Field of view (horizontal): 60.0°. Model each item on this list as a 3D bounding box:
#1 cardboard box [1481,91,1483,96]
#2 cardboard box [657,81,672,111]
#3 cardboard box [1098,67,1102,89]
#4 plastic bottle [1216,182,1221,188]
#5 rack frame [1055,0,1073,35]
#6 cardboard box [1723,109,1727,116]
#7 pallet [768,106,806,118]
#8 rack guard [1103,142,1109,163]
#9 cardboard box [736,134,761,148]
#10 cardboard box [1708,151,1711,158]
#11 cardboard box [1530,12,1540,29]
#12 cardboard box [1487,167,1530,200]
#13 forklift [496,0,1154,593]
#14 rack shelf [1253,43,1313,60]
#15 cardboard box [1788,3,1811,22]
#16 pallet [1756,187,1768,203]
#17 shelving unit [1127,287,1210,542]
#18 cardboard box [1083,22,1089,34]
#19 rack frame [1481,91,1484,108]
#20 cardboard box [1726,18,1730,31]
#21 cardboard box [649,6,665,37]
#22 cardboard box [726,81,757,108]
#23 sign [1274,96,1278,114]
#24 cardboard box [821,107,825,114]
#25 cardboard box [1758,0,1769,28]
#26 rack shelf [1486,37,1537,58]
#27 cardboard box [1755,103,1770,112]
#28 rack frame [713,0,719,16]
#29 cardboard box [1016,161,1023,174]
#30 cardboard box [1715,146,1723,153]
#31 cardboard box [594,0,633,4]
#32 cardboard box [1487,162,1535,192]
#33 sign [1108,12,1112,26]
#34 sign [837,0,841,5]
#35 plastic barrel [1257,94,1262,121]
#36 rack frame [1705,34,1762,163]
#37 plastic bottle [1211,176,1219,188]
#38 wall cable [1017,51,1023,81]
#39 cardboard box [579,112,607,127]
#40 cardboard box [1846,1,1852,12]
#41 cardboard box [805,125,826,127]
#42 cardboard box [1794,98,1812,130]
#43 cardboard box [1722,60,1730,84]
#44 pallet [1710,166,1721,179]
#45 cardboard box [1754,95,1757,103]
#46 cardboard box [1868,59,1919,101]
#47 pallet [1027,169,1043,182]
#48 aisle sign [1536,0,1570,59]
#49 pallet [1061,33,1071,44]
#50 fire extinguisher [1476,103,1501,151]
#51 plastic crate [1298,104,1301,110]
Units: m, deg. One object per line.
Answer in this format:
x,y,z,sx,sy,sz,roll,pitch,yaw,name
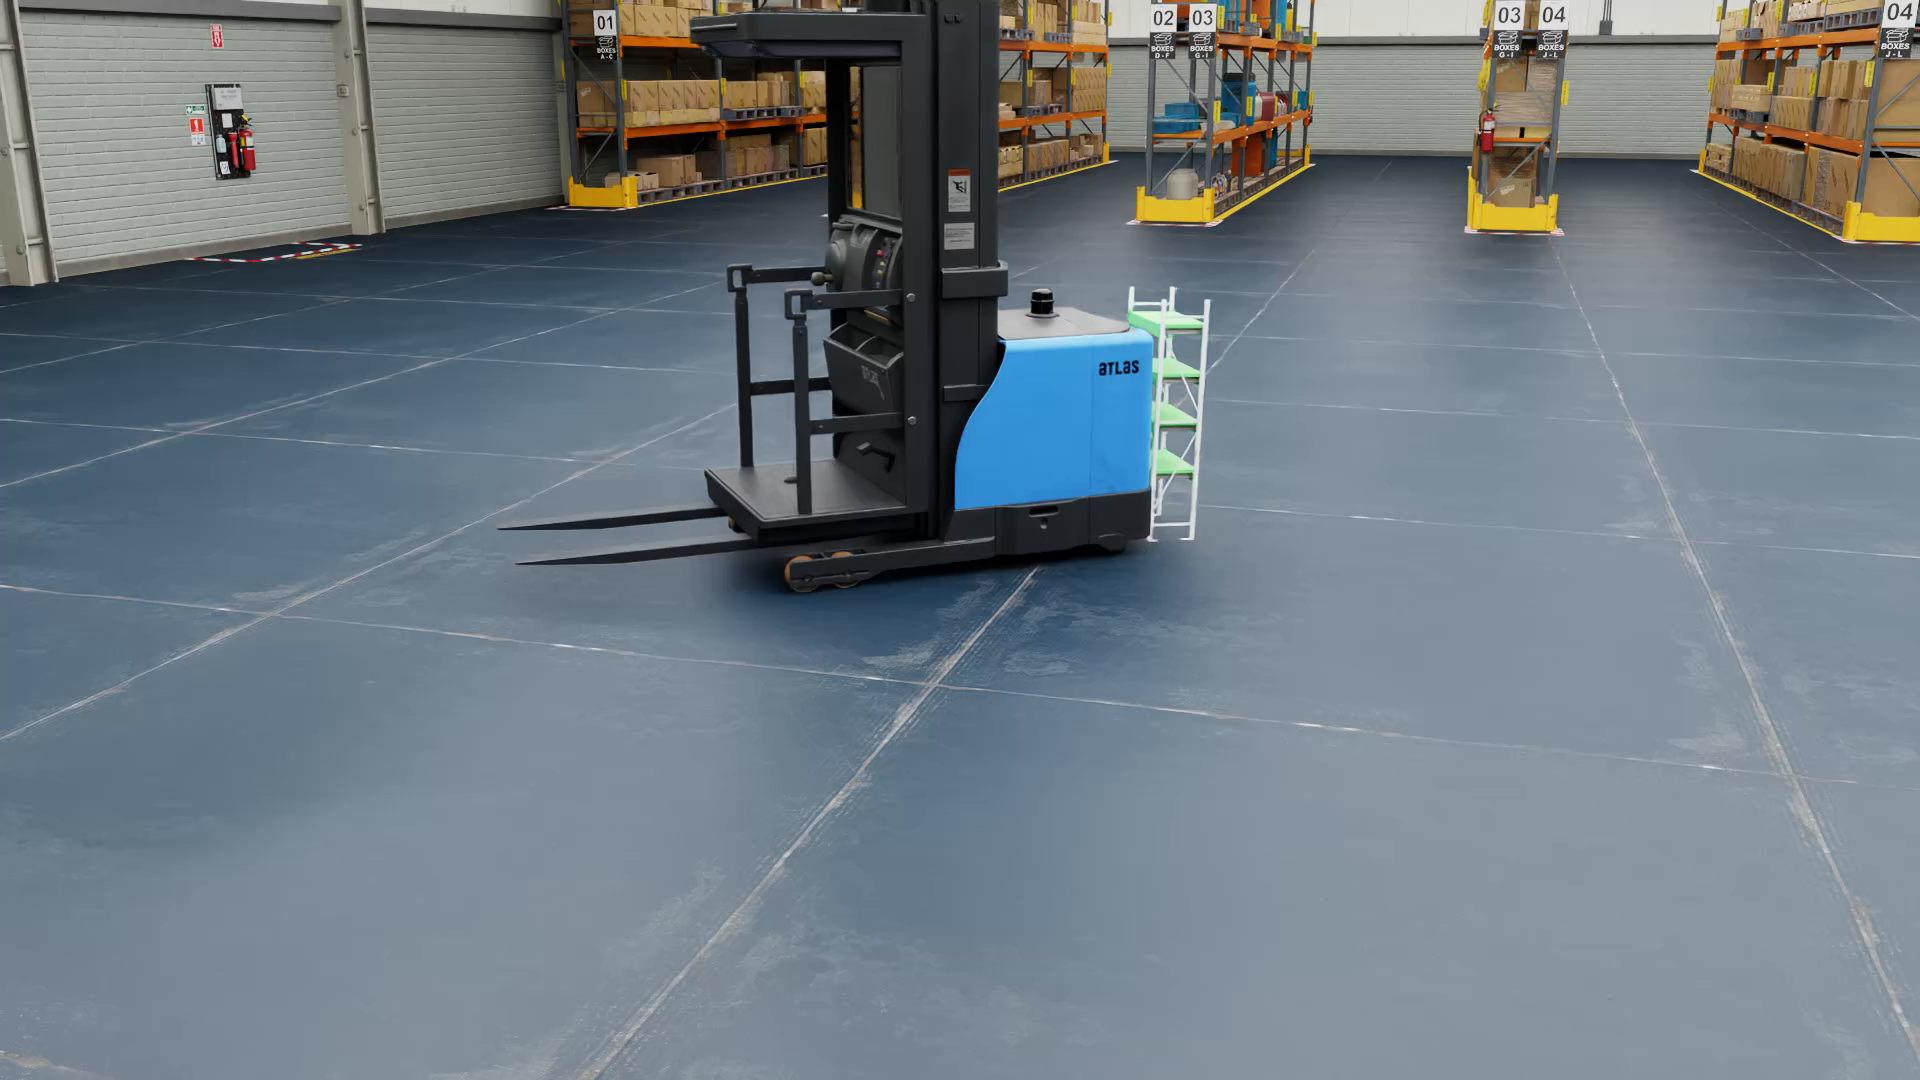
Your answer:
11.393,-9.714,35.435,0.500,0.500,0.500,5,17,17,cardboard box
-5.413,-7.817,29.256,0.500,0.500,0.500,4,16,14,cardboard box
3.153,-11.216,40.360,0.500,0.500,0.500,5,17,17,cardboard box
4.271,-5.825,27.562,0.097,0.271,0.097,0,16,0,plastic bottle
2.021,-12.796,36.954,1.000,3.000,0.127,5,16,16,rack frame
16.477,-9.117,35.435,0.380,0.149,0.250,5,17,17,cardboard box
-3.966,-8.960,34.773,1.213,0.211,1.003,5,16,16,pallet
3.137,-9.734,41.733,1.175,0.500,0.348,5,16,16,rack guard
-4.384,-8.145,33.950,0.500,0.250,0.500,5,16,16,cardboard box
16.855,-8.566,36.942,0.380,0.149,0.250,5,16,16,cardboard box
8.493,-7.479,23.977,0.500,0.250,0.500,5,17,18,cardboard box
8.937,-5.796,27.077,0.500,0.500,0.500,11,19,33,cardboard box
-0.633,-1.333,7.658,3.031,2.935,1.130,-6,17,-21,forklift
7.338,-11.145,37.948,1.077,0.370,4.000,5,16,16,rack shelf
14.692,-9.162,28.846,0.500,0.311,0.500,5,16,16,cardboard box
14.812,-6.142,29.596,1.003,0.211,1.213,5,16,16,pallet
1.014,-0.640,8.374,0.258,1.200,0.503,-2,16,-13,shelving unit
2.691,-11.891,38.615,0.500,0.250,0.500,5,16,16,cardboard box
11.518,-9.141,35.060,1.000,3.000,0.127,5,16,16,rack frame
16.706,-11.025,35.565,0.500,0.250,0.500,5,17,17,cardboard box
-5.474,-8.997,28.835,0.500,0.500,0.500,5,17,18,cardboard box
-4.502,-8.911,33.260,0.700,0.500,0.500,7,17,24,cardboard box
6.162,-8.516,32.559,0.100,0.325,0.005,5,16,16,sign
-3.211,-9.543,36.900,0.380,0.149,0.250,5,17,17,cardboard box
15.680,-10.031,31.742,0.797,0.503,0.637,4,16,15,cardboard box
9.813,-8.668,29.215,1.077,0.370,4.000,5,16,16,rack shelf
14.808,-7.929,30.479,0.380,0.149,0.250,5,17,17,cardboard box
-5.002,-11.087,30.925,1.000,3.000,0.127,5,16,16,rack frame
0.969,-7.586,33.849,0.500,0.250,0.500,5,17,17,cardboard box
16.552,-8.437,35.942,0.380,0.149,0.250,5,17,17,cardboard box
-5.797,-9.218,27.781,0.500,0.500,0.500,3,16,12,cardboard box
9.440,-6.216,28.523,0.700,0.500,0.500,3,16,12,cardboard box
3.685,-12.778,40.761,0.100,0.325,0.005,5,16,16,sign
-1.905,-8.647,26.345,0.100,0.325,0.005,5,16,16,sign
5.545,-8.247,31.703,0.421,0.512,0.421,0,16,0,plastic barrel
17.382,-9.777,37.301,1.000,3.000,0.127,5,16,16,rack frame
4.386,-6.097,28.515,0.152,0.276,0.135,5,16,16,plastic bottle
0.358,-14.184,47.537,3.097,2.526,0.112,5,16,16,wall cable
-6.192,-7.229,28.556,0.500,0.250,0.500,5,17,17,cardboard box
13.110,-7.743,24.140,0.380,0.149,0.250,5,17,17,cardboard box
-3.039,-9.048,37.903,0.750,0.750,0.750,5,17,18,cardboard box
14.007,-6.975,27.239,0.500,0.500,0.500,4,16,15,cardboard box
16.552,-9.951,35.357,0.500,0.500,0.500,4,16,14,cardboard box
16.747,-7.887,35.750,1.003,0.211,1.213,5,16,16,pallet
14.886,-8.142,30.685,0.380,0.149,0.250,5,17,18,cardboard box
12.977,-6.276,22.706,0.875,0.550,0.550,5,16,16,cardboard box
1.133,-7.715,35.142,1.003,0.211,1.213,5,16,16,pallet
8.378,-7.213,23.498,0.394,0.787,0.004,5,16,16,aisle sign
1.769,-11.098,36.806,1.213,0.211,1.003,5,16,16,pallet
7.634,-5.970,24.023,0.296,0.674,0.183,5,16,16,fire extinguisher
7.848,-10.246,39.330,0.396,0.136,0.243,5,16,16,plastic crate
